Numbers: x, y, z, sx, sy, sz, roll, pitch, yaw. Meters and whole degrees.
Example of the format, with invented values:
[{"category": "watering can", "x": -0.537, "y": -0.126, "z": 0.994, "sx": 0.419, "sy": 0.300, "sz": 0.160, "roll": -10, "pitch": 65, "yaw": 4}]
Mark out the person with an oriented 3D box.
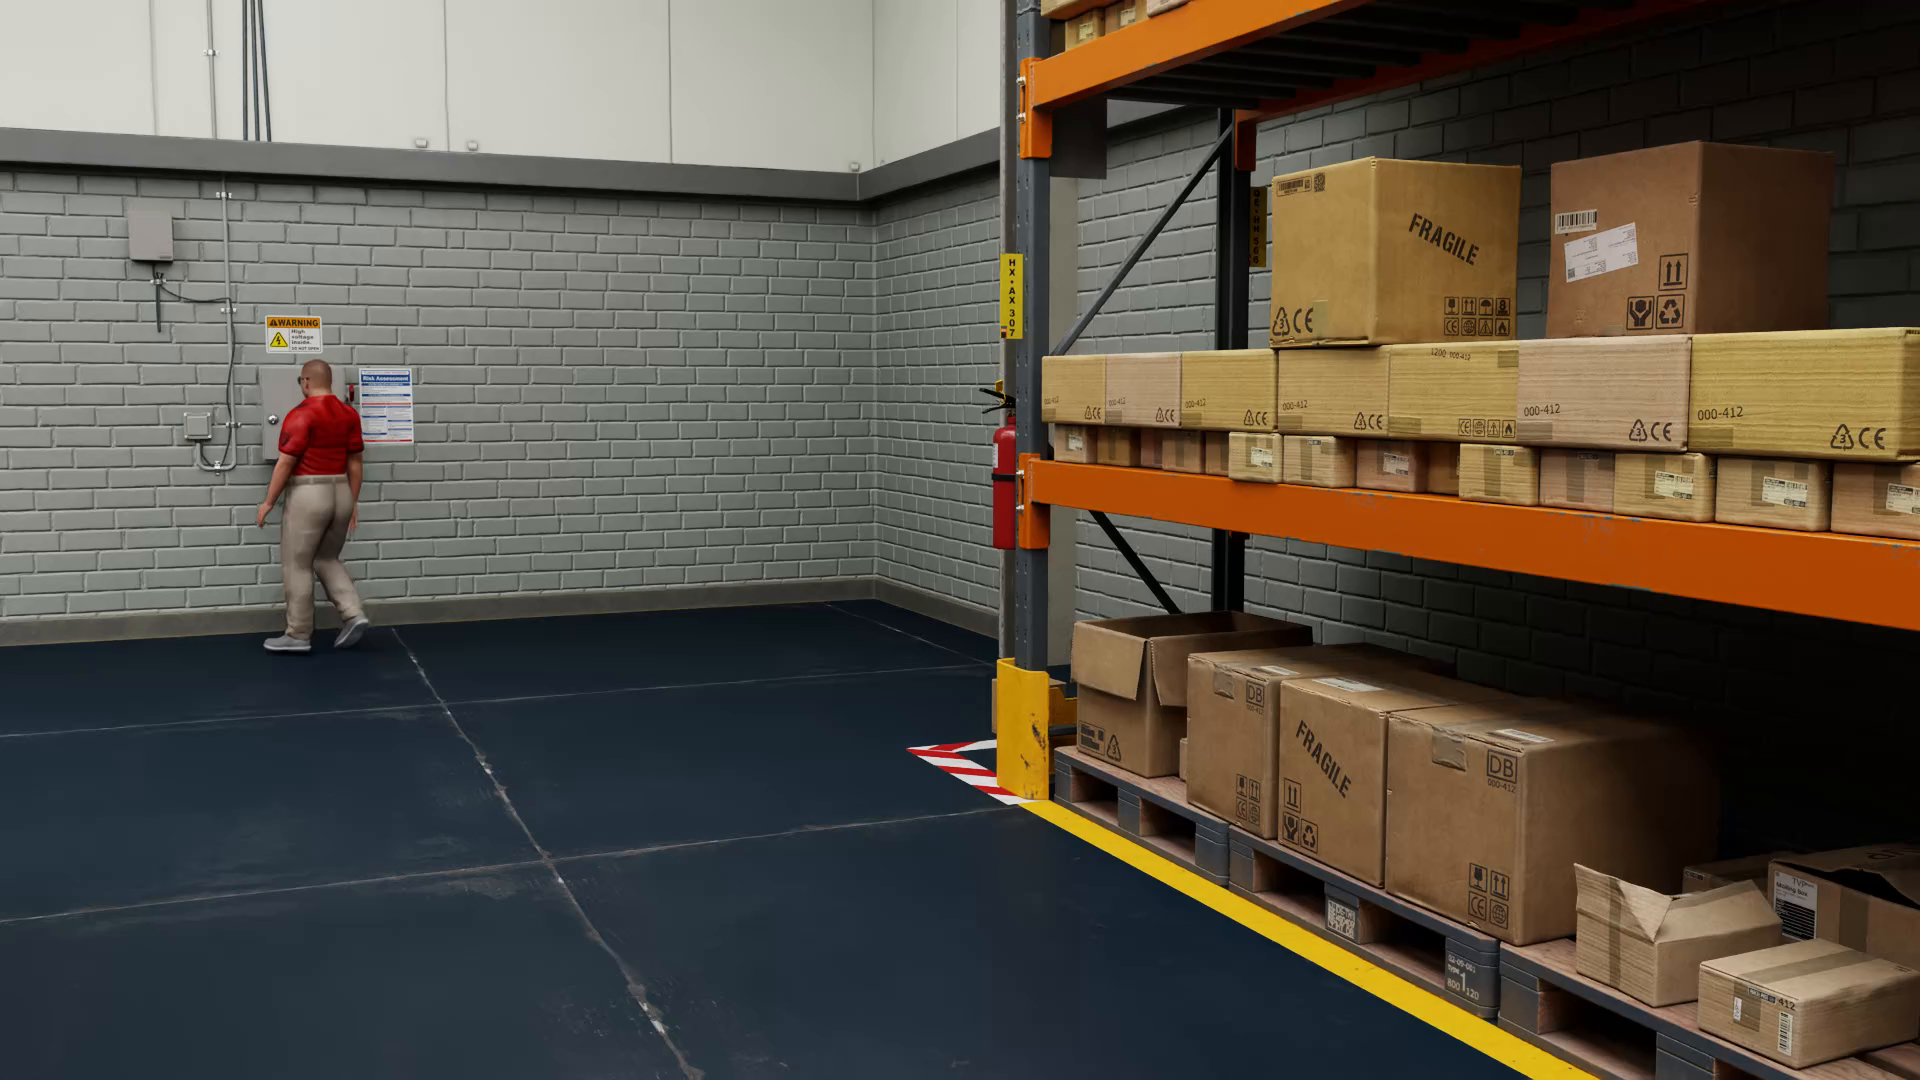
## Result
[{"category": "person", "x": -3.849, "y": -0.191, "z": 9.824, "sx": 0.556, "sy": 1.741, "sz": 0.558, "roll": 2, "pitch": 6, "yaw": 24}]
